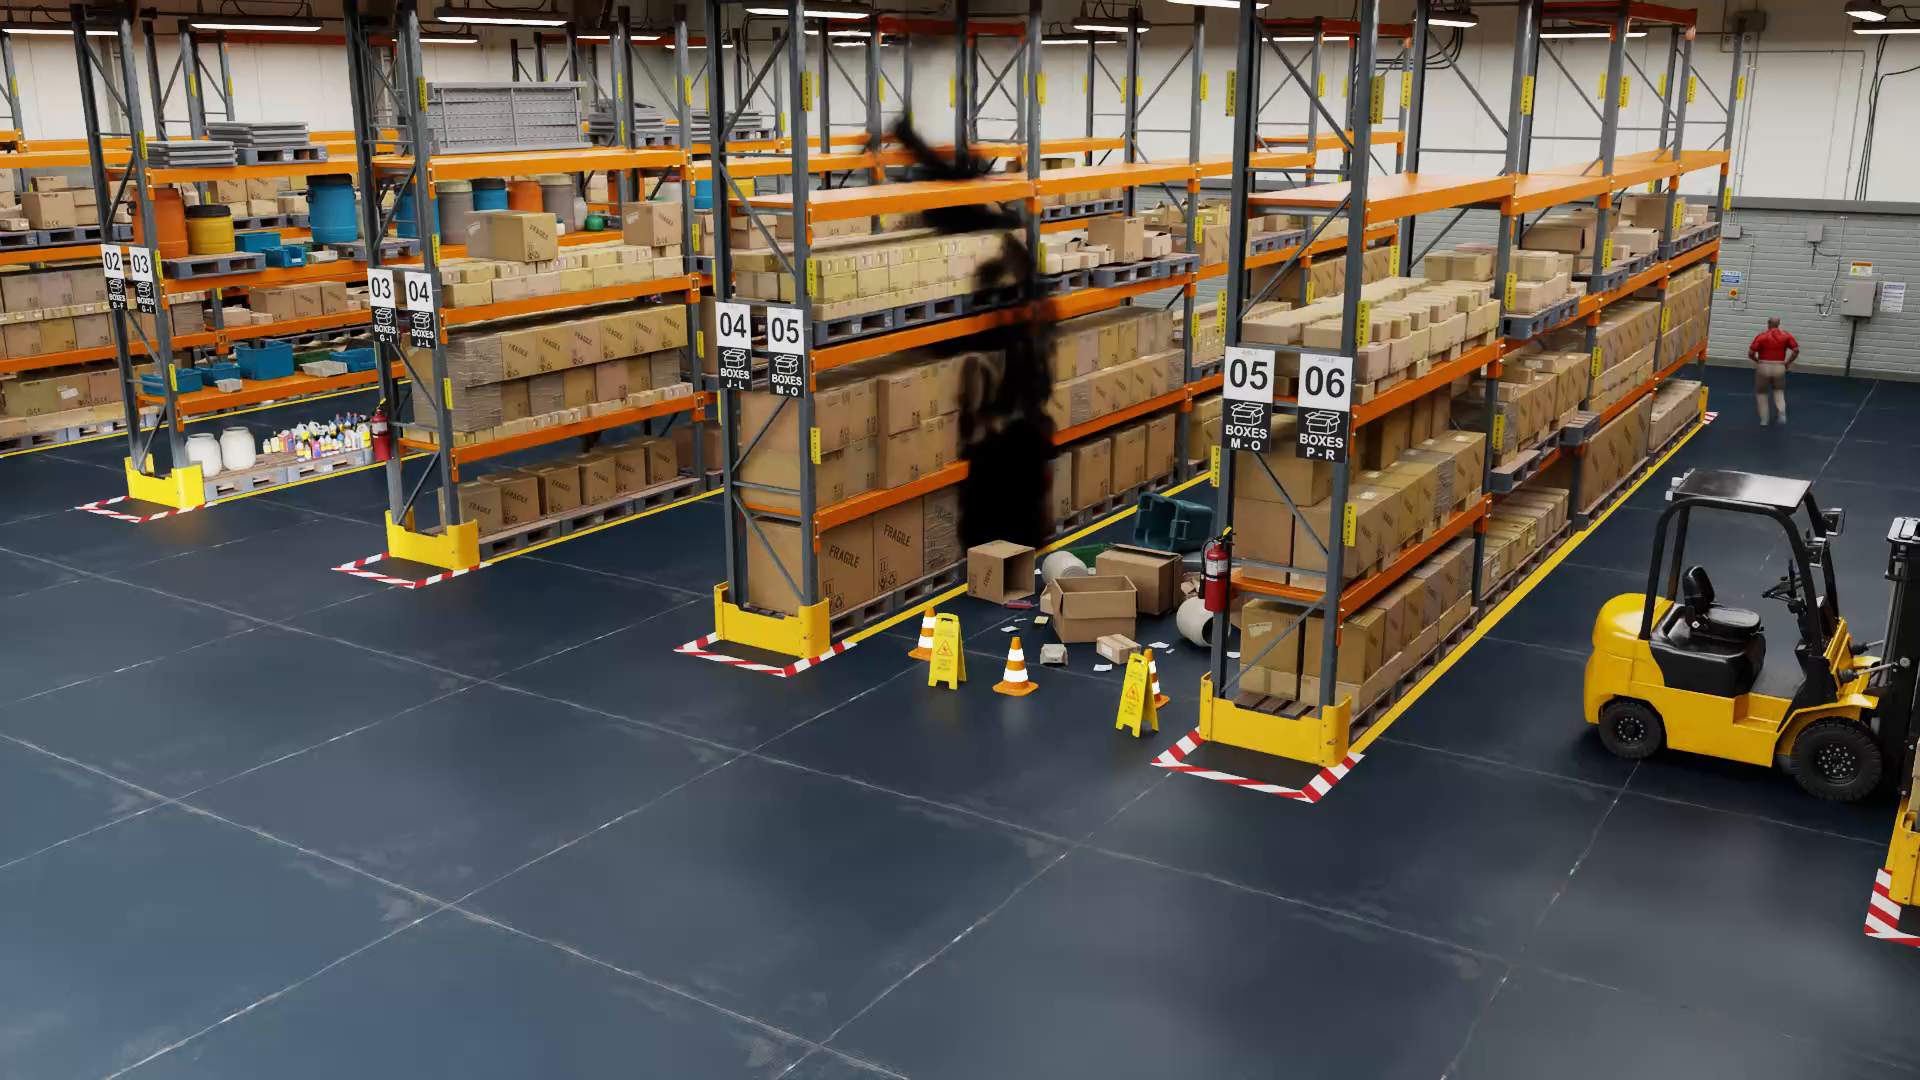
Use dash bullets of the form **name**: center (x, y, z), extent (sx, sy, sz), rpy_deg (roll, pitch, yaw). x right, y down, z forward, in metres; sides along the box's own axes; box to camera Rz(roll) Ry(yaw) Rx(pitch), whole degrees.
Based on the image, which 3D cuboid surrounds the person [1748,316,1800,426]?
- **person**: center (12.372, -2.592, 25.421), extent (0.690, 1.688, 0.505), rpy_deg (4, 16, 13)

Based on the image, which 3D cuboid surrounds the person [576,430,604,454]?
- **person**: center (-5.073, -1.887, 22.750), extent (0.692, 1.737, 0.757), rpy_deg (5, 16, 18)
